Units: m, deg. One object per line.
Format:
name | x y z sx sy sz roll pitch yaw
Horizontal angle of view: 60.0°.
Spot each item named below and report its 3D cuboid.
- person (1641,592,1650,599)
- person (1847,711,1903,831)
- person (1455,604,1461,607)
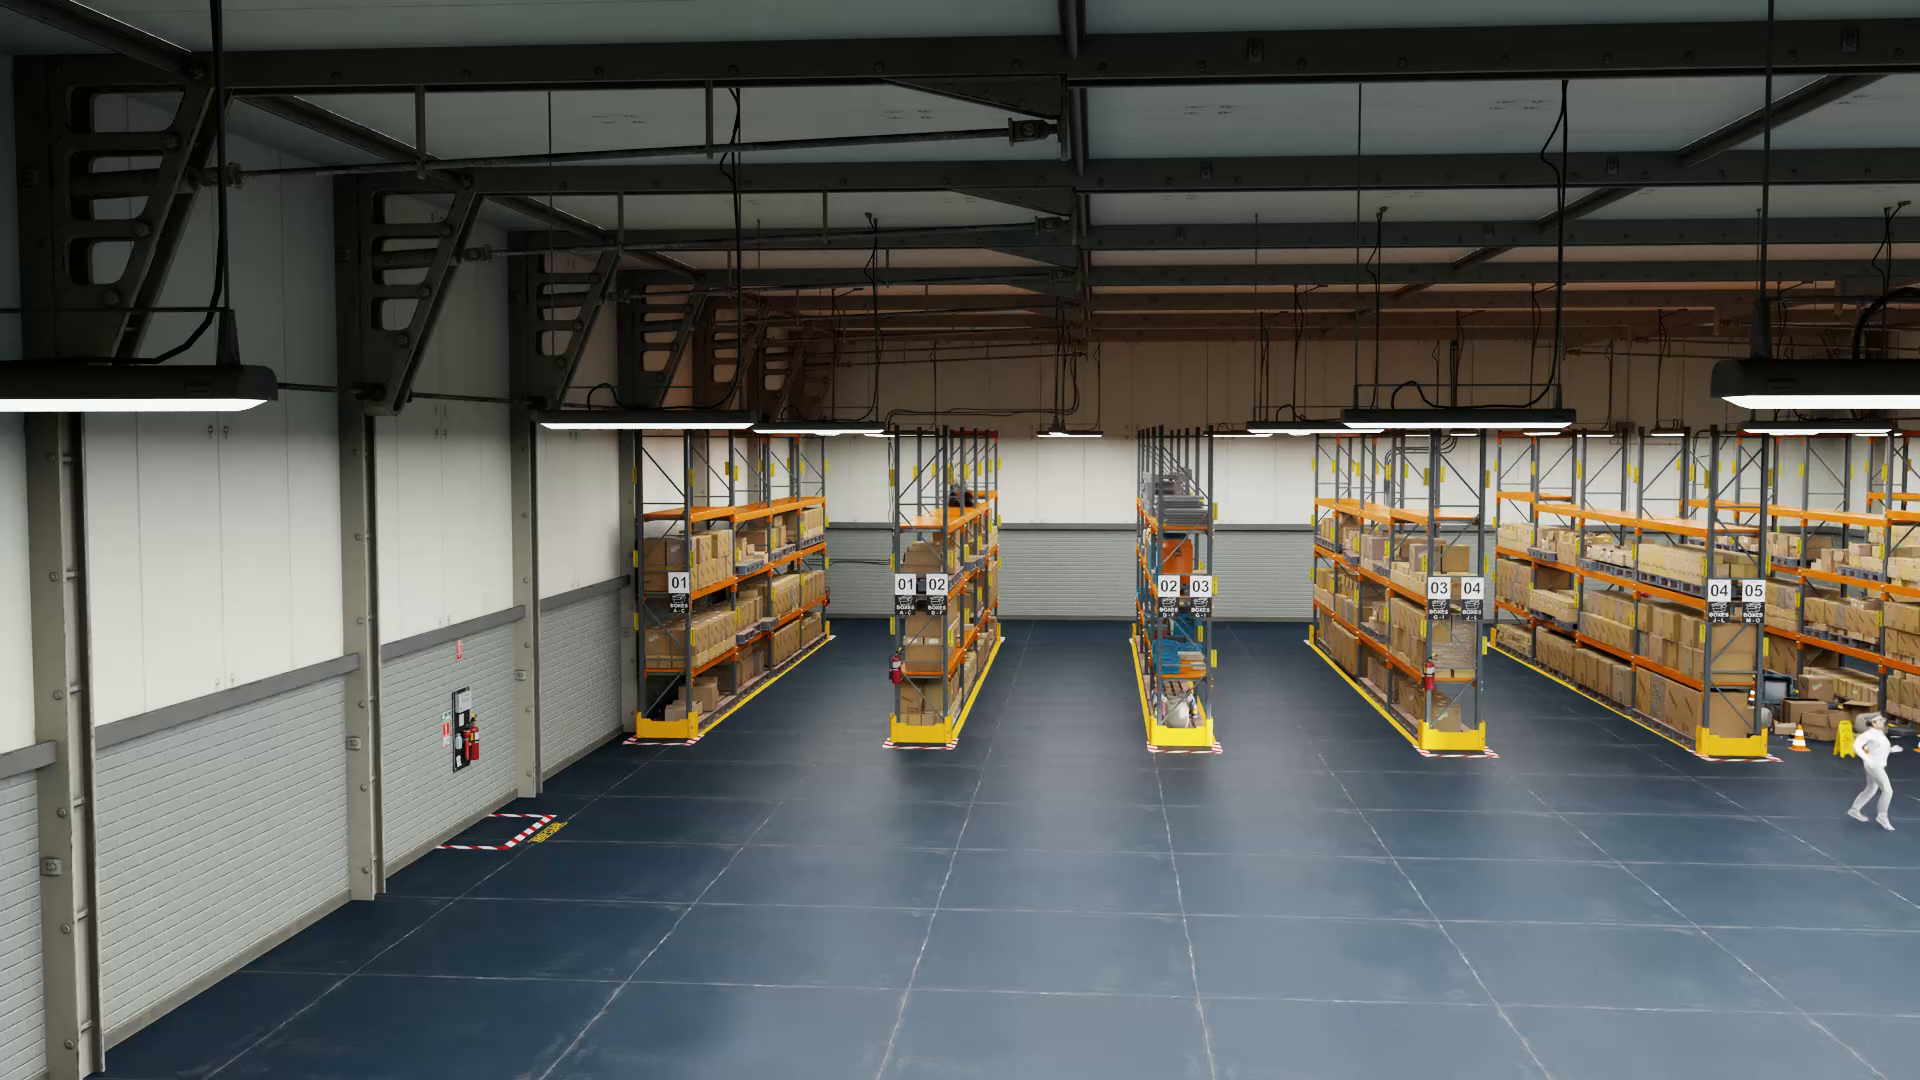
person | 19.276 2.016 47.320 0.991 1.733 0.699 1 3 11
person | 13.527 3.397 24.591 0.709 1.753 0.593 3 4 39
person | 13.377 2.224 43.825 0.703 1.734 0.631 0 3 1
